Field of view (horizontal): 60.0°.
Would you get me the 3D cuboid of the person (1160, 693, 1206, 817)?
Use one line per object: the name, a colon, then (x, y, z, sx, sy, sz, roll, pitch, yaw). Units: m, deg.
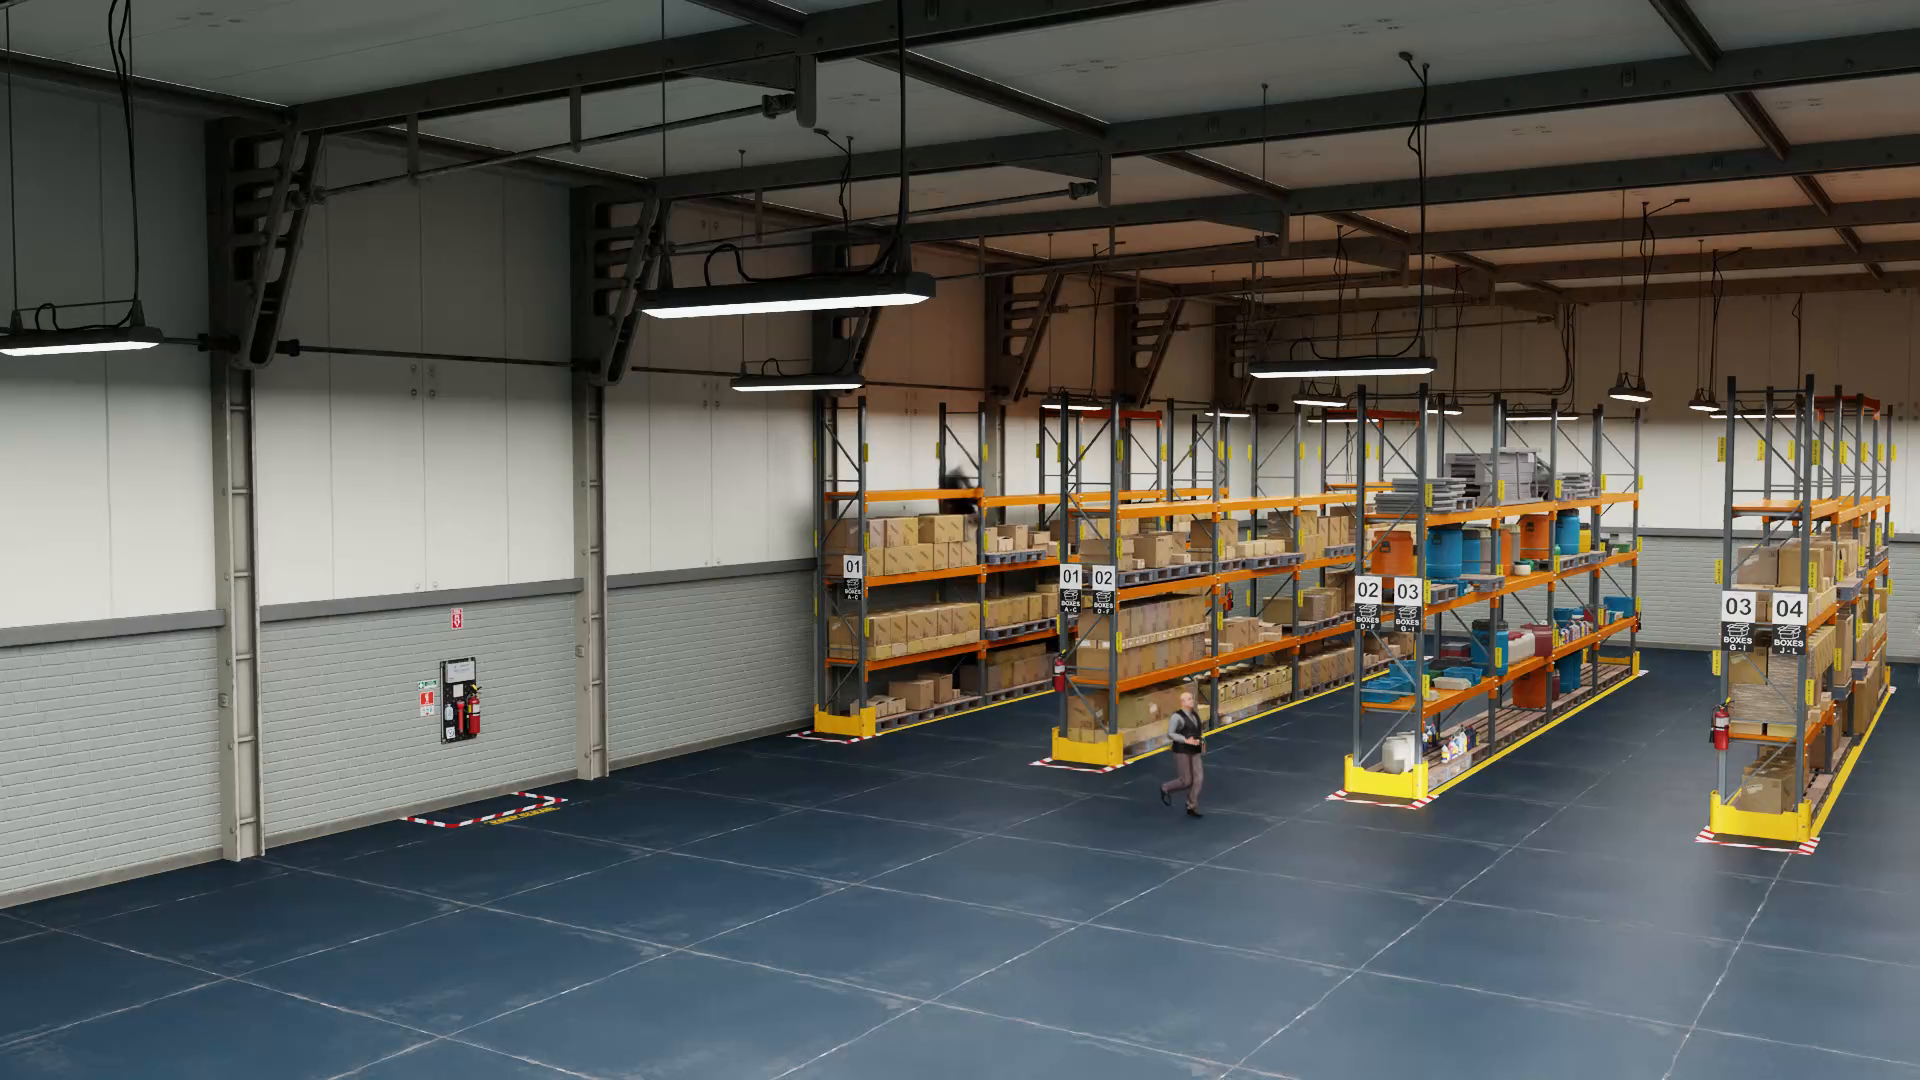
person: (3.111, 2.946, 23.001, 0.667, 1.687, 0.725, -3, 4, -40)
